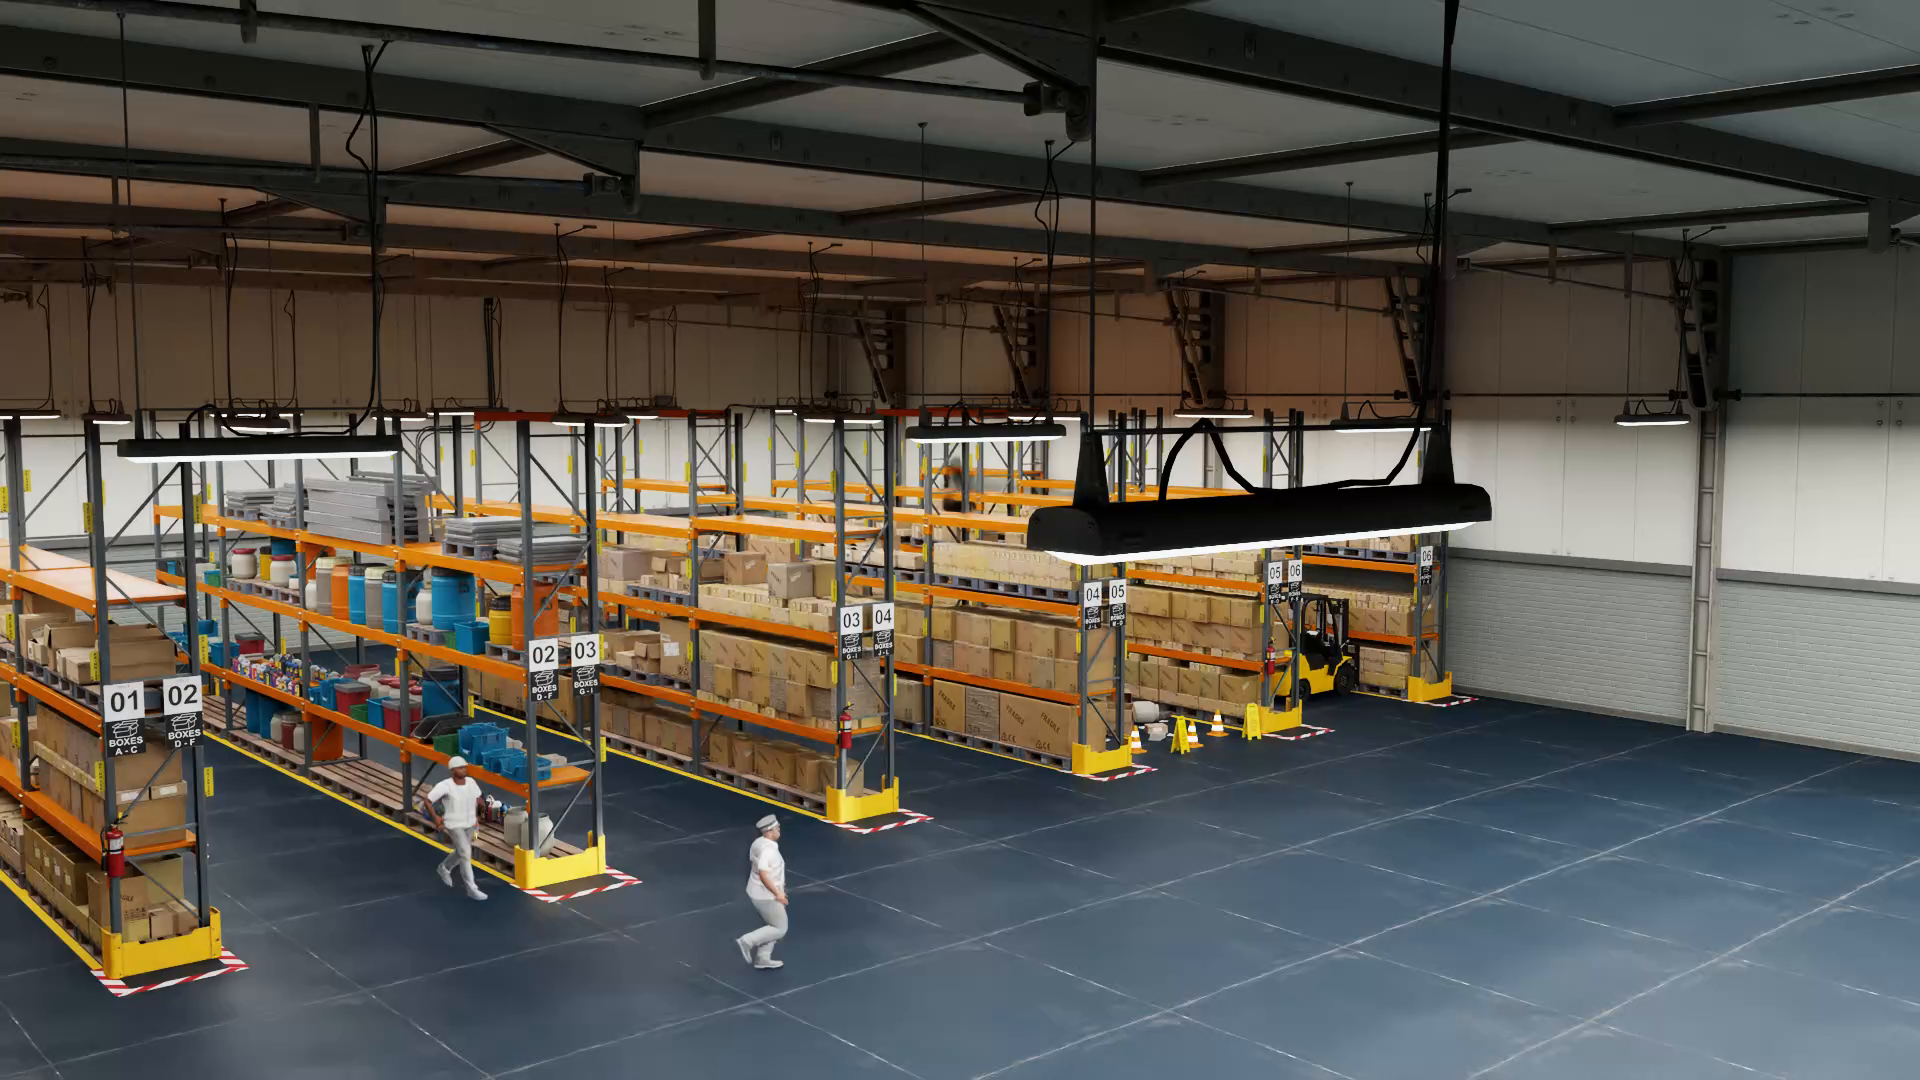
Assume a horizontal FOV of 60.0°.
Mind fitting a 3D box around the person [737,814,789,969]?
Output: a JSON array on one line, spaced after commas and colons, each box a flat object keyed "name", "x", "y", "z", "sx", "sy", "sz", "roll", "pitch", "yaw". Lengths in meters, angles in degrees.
[{"name": "person", "x": -2.172, "y": 3.874, "z": 18.264, "sx": 0.631, "sy": 1.729, "sz": 0.652, "roll": -2, "pitch": 5, "yaw": -19}]

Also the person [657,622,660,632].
[{"name": "person", "x": -7.417, "y": 1.752, "z": 42.257, "sx": 0.663, "sy": 1.748, "sz": 0.780, "roll": 4, "pitch": 7, "yaw": 41}]

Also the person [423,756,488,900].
[{"name": "person", "x": -6.276, "y": 3.585, "z": 20.899, "sx": 0.960, "sy": 1.749, "sz": 0.715, "roll": 3, "pitch": 6, "yaw": 31}]
